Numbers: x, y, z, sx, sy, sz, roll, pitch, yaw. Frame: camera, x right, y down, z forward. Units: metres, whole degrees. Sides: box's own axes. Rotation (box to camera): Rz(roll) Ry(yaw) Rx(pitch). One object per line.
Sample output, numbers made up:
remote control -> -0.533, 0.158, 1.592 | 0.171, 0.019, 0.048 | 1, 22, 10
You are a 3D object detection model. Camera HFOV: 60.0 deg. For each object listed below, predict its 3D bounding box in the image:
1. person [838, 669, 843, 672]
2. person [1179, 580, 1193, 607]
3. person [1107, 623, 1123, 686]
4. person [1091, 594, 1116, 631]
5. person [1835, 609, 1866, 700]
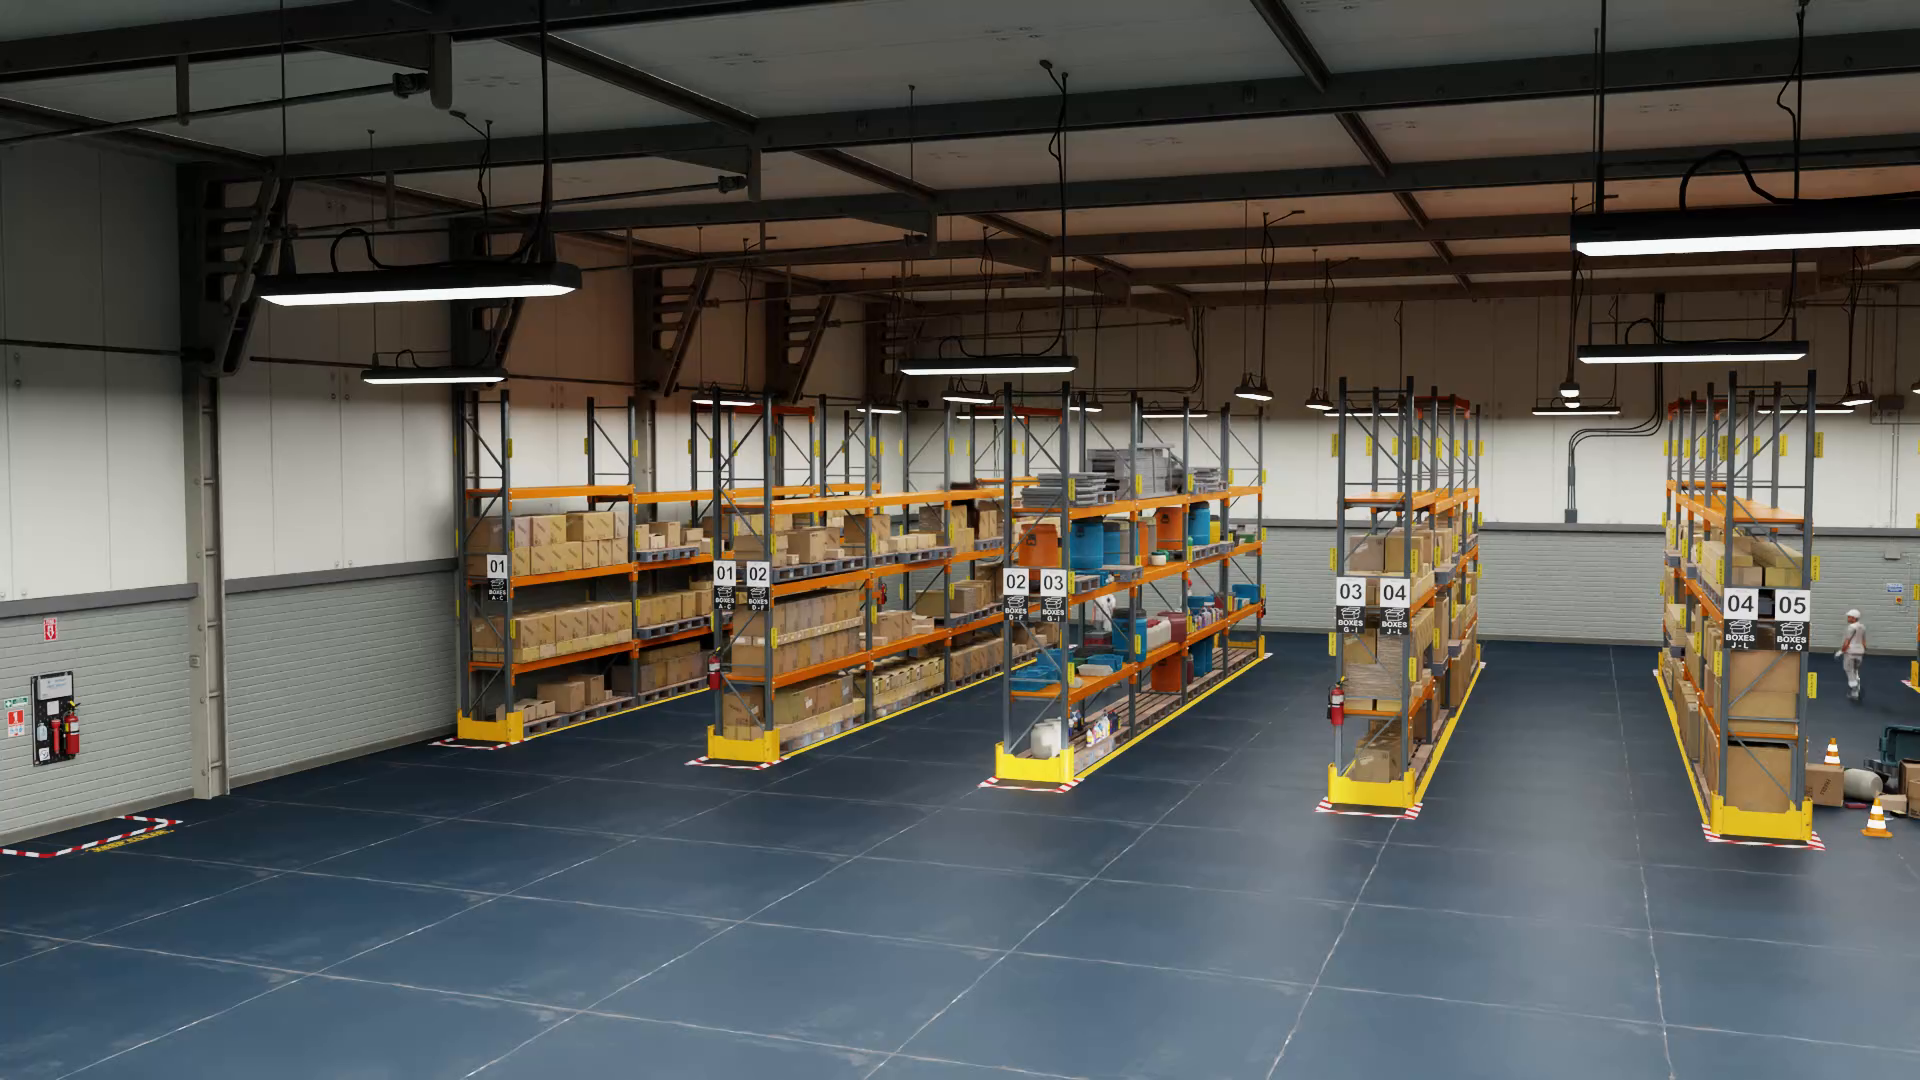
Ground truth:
person -> -2.781, 2.113, 37.113 | 0.606, 1.737, 0.479 | -2, 4, -34
person -> 5.491, 1.841, 41.096 | 0.903, 1.748, 0.653 | 0, 3, -3
person -> 3.235, 2.271, 34.824 | 0.524, 1.714, 0.535 | -1, 3, -15
person -> 3.507, 1.910, 40.489 | 0.606, 1.730, 0.991 | 1, 3, 12
person -> 17.711, 2.282, 33.021 | 0.611, 1.820, 0.511 | 0, 3, -5
